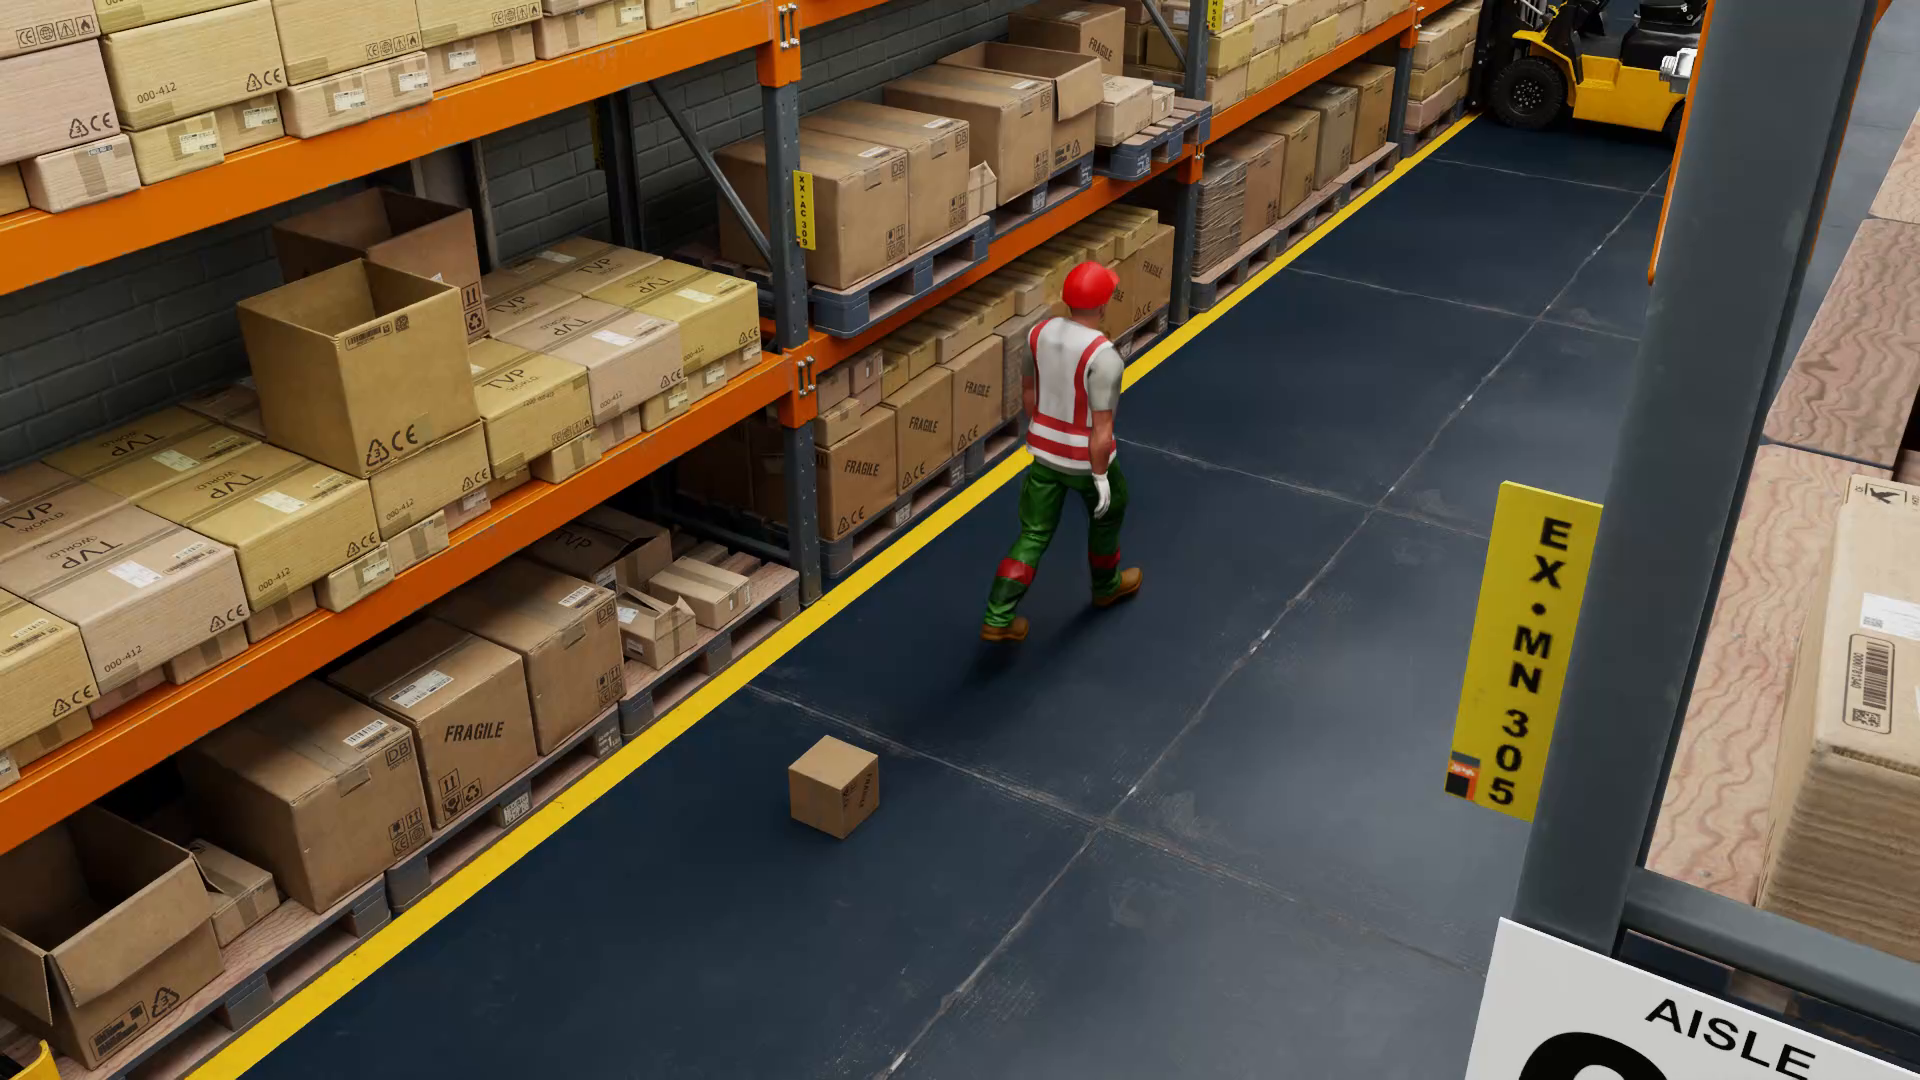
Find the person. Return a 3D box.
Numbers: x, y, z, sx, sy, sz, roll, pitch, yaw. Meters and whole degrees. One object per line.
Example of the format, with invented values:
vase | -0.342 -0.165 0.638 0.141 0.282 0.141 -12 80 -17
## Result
person | 0.459 -0.369 7.254 0.576 1.750 1.043 22 37 33
